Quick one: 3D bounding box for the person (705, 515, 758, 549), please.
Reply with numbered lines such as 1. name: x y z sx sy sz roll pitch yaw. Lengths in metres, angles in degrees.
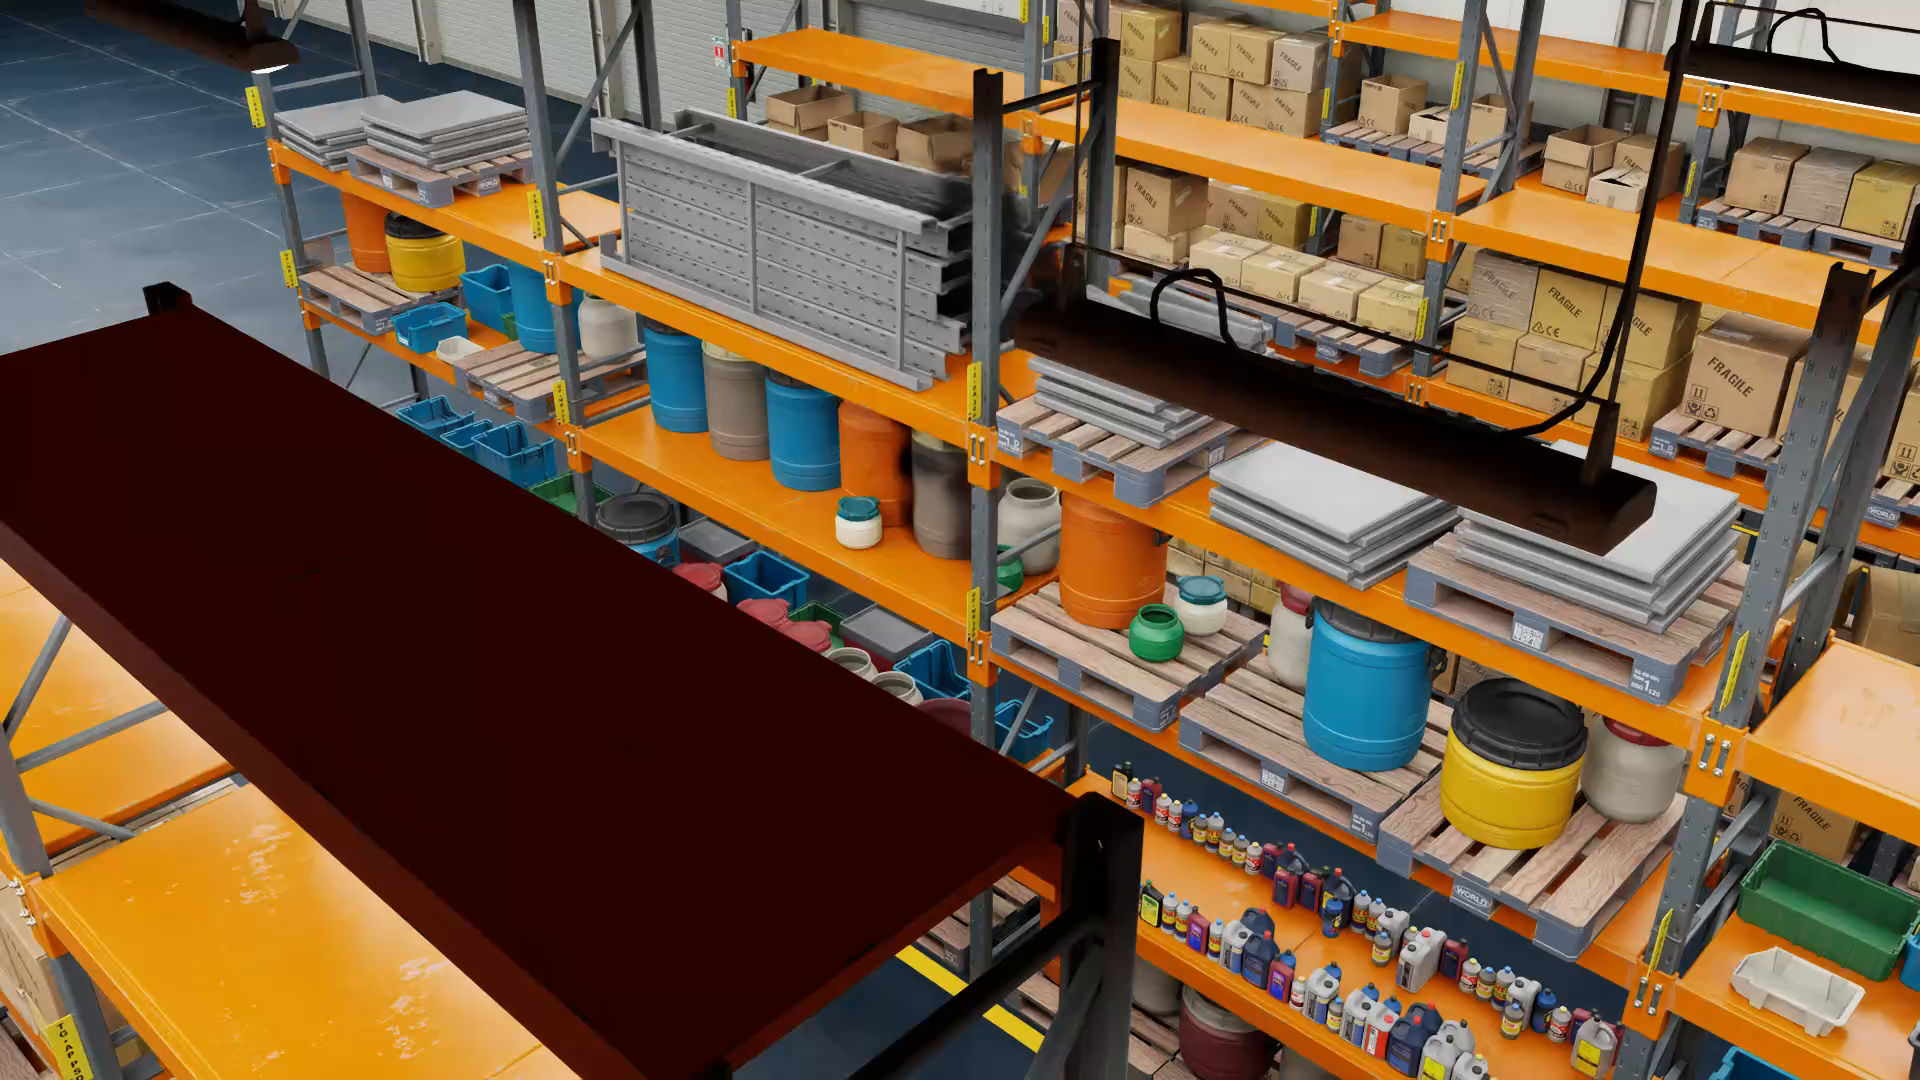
1. person: -2.270 -0.496 15.521 0.869 1.583 0.711 8 30 14
